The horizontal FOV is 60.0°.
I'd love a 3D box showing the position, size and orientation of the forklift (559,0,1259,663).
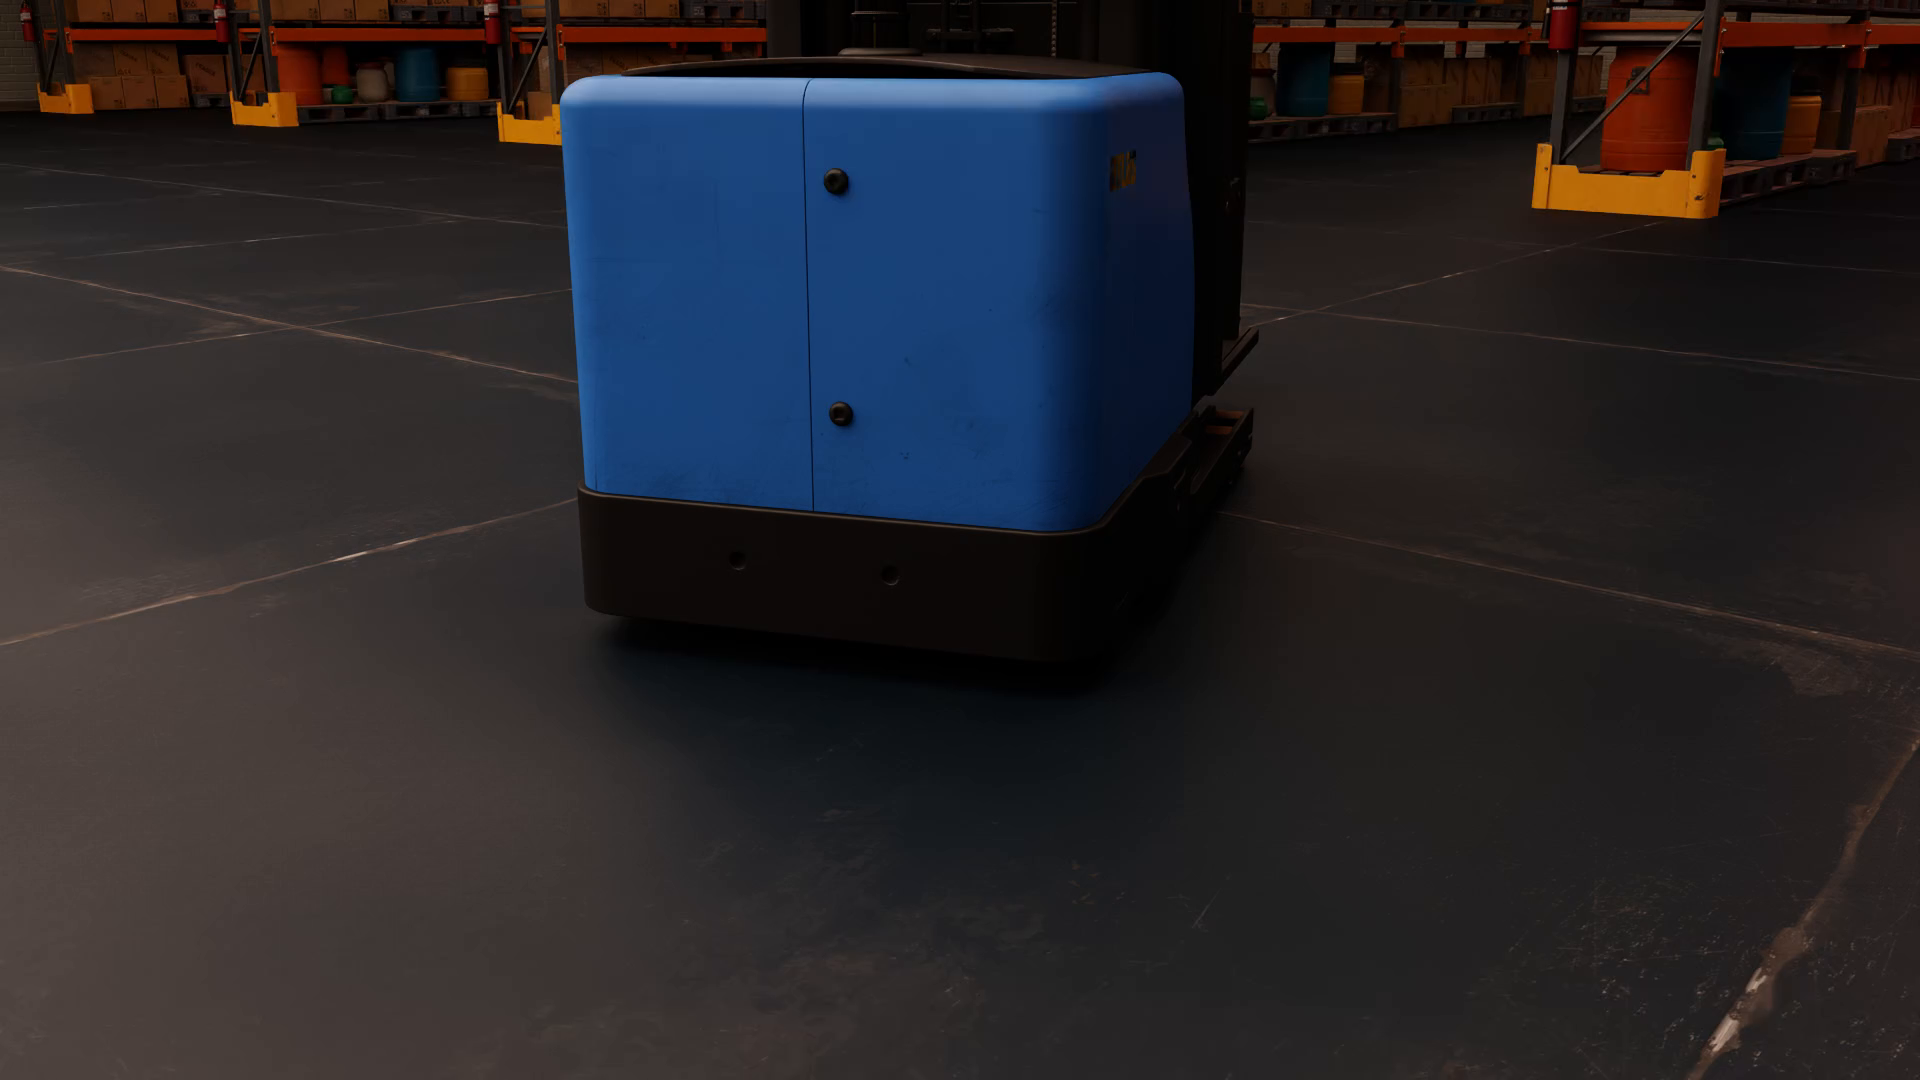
[{"bbox_3d":[0.182,-1.571,4.072,1.130,2.935,3.031,5,18,17],"label":"forklift"}]
